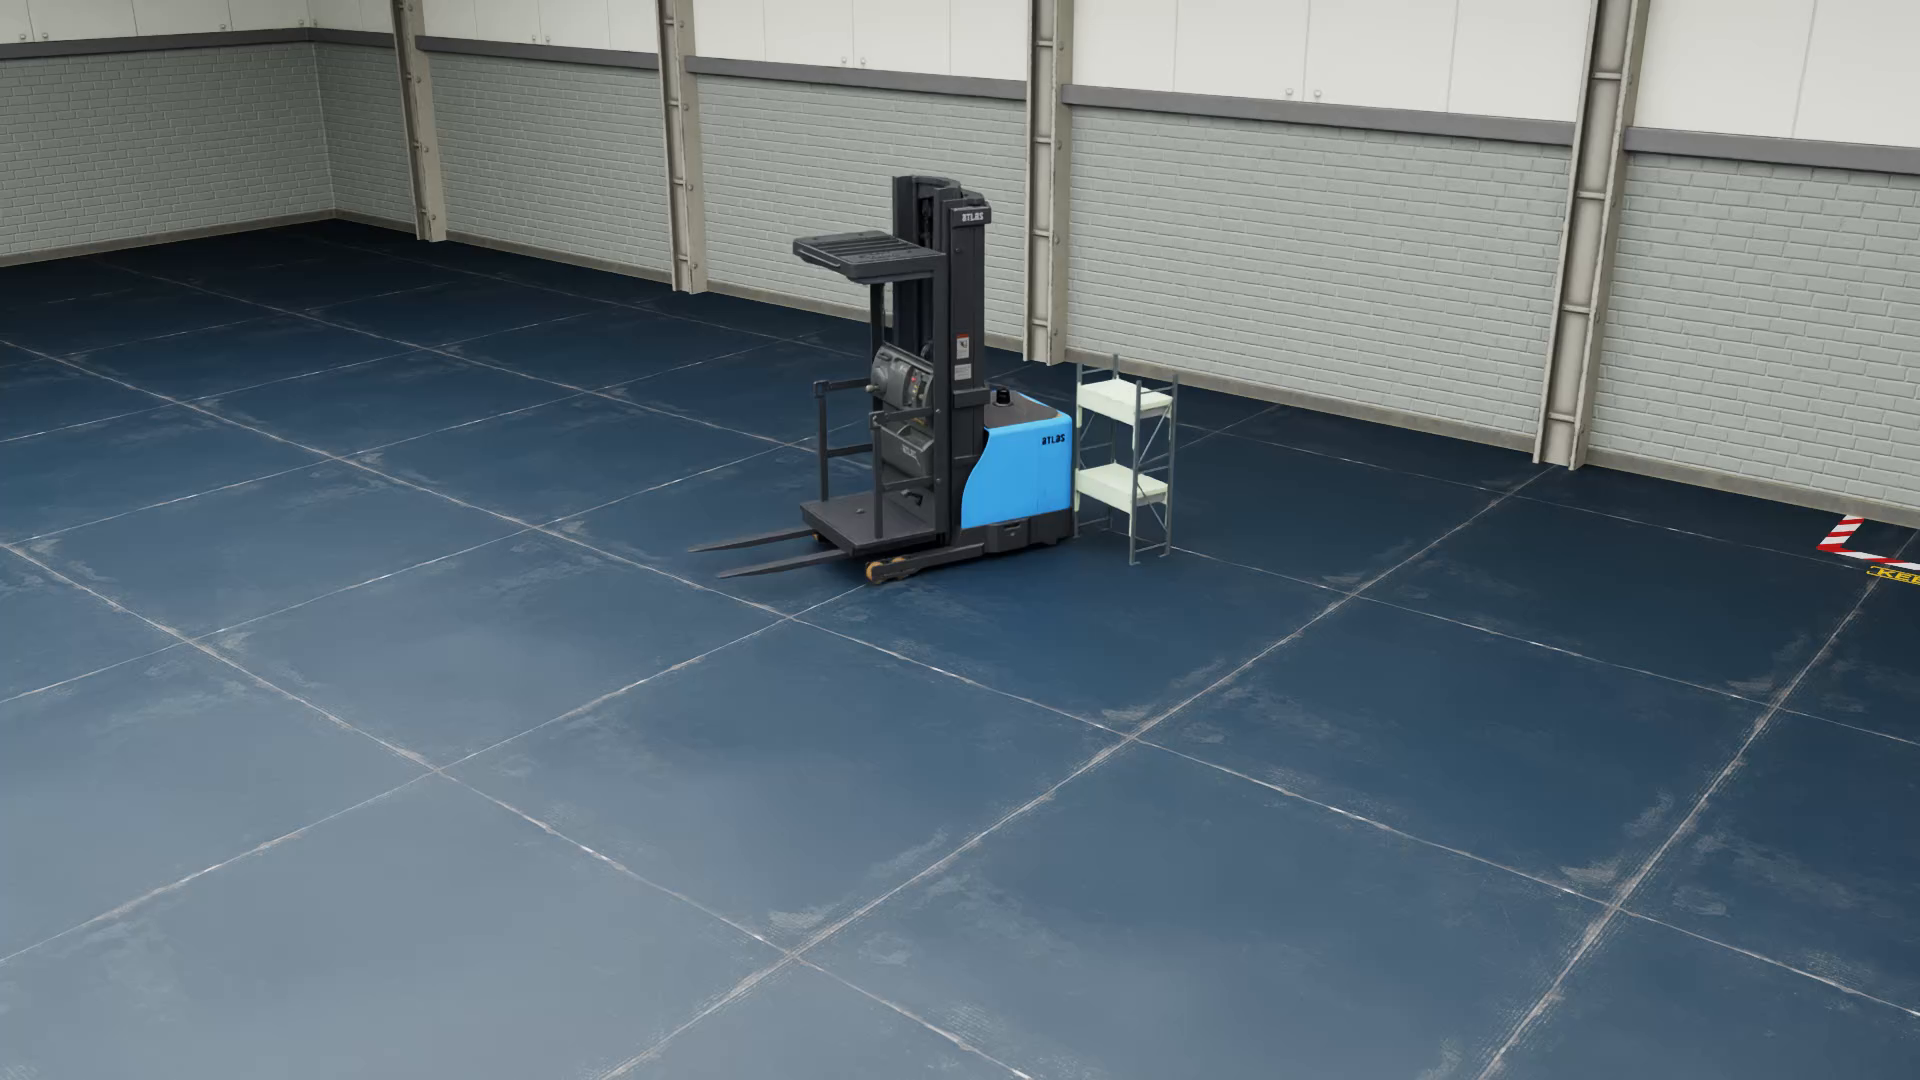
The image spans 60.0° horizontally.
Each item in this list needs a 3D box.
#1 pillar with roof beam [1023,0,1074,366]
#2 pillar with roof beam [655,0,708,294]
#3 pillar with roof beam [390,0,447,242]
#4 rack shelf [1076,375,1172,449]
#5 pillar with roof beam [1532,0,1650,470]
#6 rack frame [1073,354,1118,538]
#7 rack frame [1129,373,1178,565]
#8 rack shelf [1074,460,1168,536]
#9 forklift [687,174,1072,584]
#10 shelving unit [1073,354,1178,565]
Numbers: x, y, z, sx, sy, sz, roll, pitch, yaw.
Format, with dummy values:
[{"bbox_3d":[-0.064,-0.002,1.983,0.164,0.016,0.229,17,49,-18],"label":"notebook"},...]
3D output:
[{"bbox_3d":[-1.750,-5.100,14.440,0.400,9.000,9.100,16,26,36],"label":"pillar with roof beam"},{"bbox_3d":[-6.398,-6.439,17.989,0.400,9.000,9.100,16,26,36],"label":"pillar with roof beam"},{"bbox_3d":[-11.047,-7.778,21.539,0.400,9.000,9.100,16,26,36],"label":"pillar with roof beam"},{"bbox_3d":[1.307,-1.016,13.131,0.431,0.370,0.720,-13,24,-31],"label":"rack shelf"},{"bbox_3d":[2.899,-3.762,10.890,0.400,9.000,9.100,16,26,36],"label":"pillar with roof beam"},{"bbox_3d":[1.103,-0.758,13.553,0.400,1.500,0.023,-13,24,-31],"label":"rack frame"},{"bbox_3d":[1.511,-0.544,12.984,0.400,1.500,0.023,-13,24,-31],"label":"rack frame"},{"bbox_3d":[1.307,-0.346,13.383,0.431,0.370,0.720,-13,24,-31],"label":"rack shelf"},{"bbox_3d":[-0.629,-1.248,12.825,3.031,2.935,1.130,-11,23,-27],"label":"forklift"},{"bbox_3d":[1.307,-0.651,13.268,0.431,1.500,0.755,-13,24,-31],"label":"shelving unit"}]
